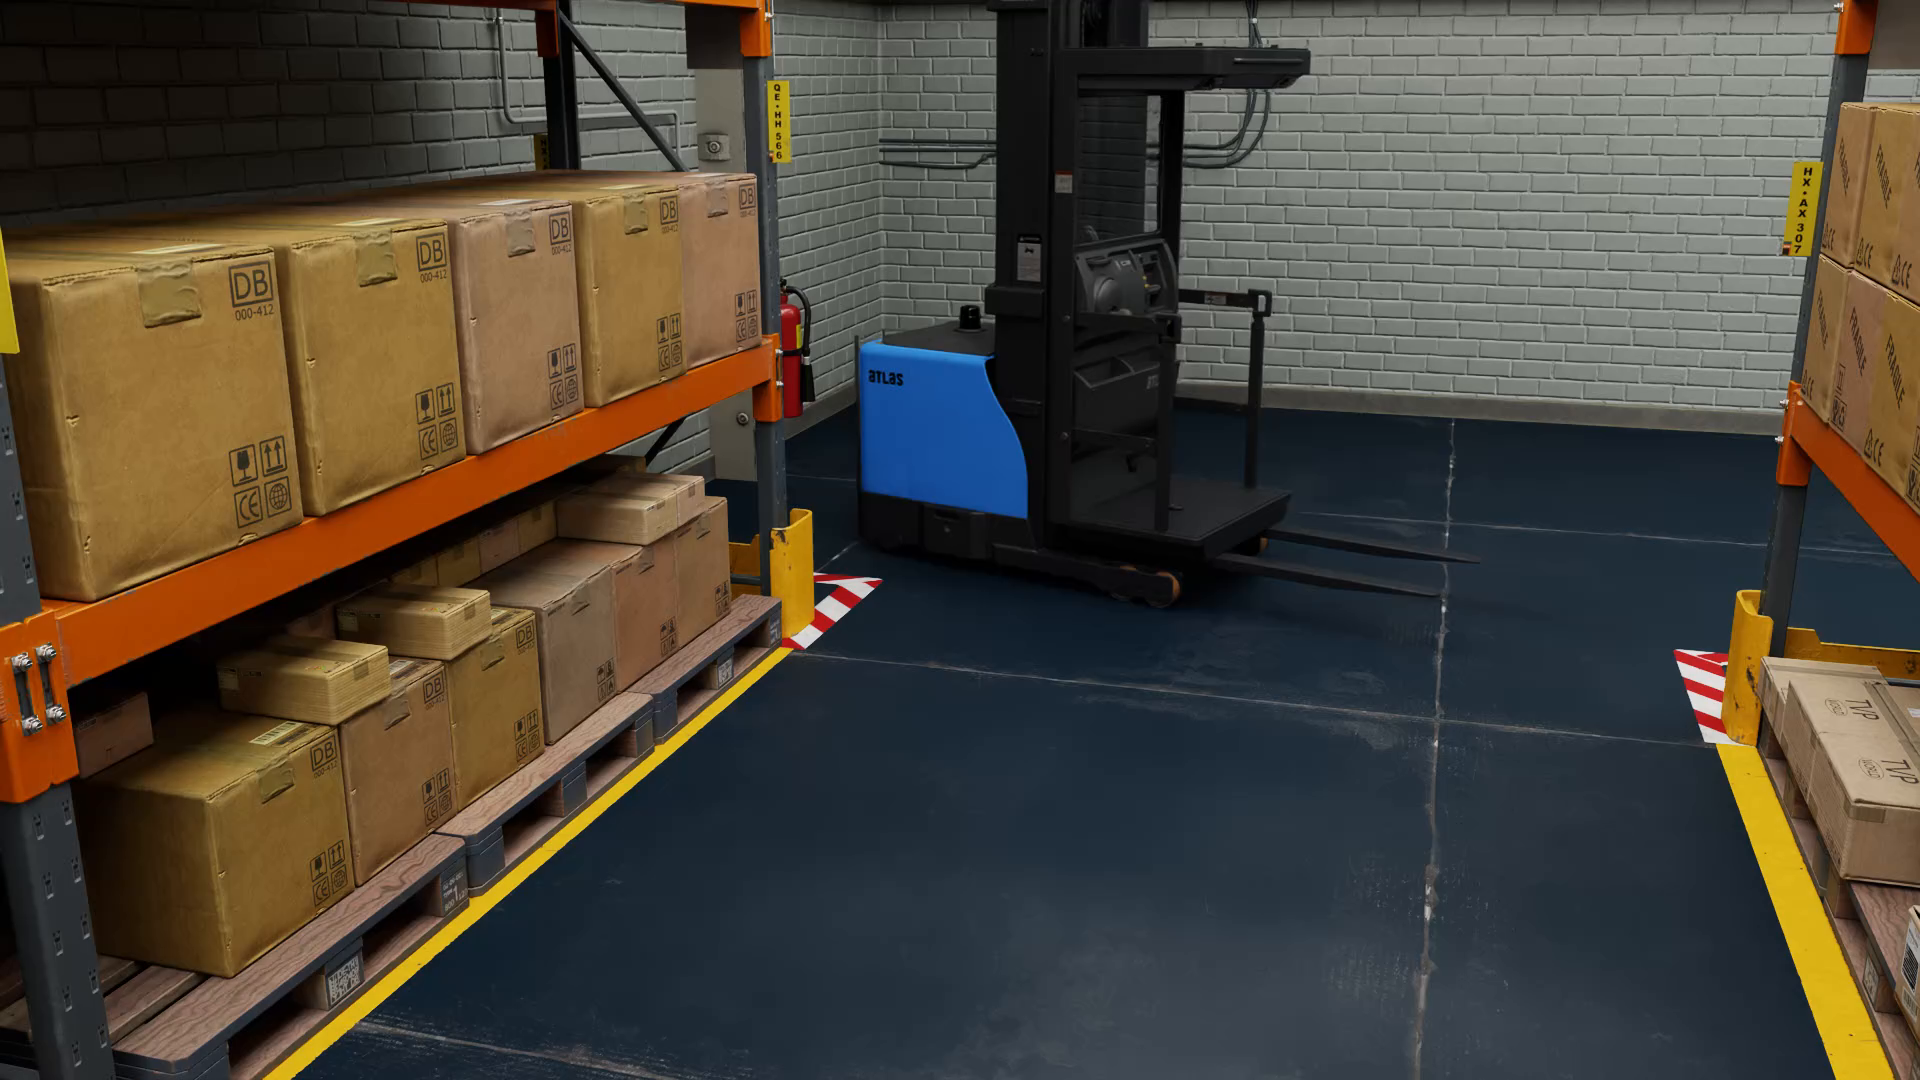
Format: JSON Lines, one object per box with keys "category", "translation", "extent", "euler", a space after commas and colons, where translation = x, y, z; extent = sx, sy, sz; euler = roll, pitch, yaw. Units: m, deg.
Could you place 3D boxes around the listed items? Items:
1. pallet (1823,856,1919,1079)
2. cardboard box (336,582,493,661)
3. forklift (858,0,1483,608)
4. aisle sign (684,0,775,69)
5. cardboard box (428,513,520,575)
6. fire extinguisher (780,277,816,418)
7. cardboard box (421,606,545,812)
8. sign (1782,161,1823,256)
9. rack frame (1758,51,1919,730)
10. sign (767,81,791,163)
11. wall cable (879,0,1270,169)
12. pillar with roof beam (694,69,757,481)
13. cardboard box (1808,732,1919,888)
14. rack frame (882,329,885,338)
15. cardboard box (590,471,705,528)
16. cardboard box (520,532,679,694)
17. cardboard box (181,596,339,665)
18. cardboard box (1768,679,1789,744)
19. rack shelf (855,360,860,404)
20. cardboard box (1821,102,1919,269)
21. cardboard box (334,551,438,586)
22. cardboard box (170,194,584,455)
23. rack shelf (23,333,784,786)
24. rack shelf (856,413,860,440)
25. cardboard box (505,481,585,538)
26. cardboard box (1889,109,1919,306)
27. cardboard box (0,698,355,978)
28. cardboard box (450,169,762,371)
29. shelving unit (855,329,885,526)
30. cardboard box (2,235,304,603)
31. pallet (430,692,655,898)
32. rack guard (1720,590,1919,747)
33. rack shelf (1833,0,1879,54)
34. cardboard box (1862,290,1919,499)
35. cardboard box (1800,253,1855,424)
{"category": "pallet", "translation": [2.893, 1.182, 4.276], "extent": [1.003, 0.211, 1.213], "euler": [5, 16, 16]}
{"category": "cardboard box", "translation": [-1.667, 0.246, 5.089], "extent": [0.380, 0.149, 0.250], "euler": [4, 16, 14]}
{"category": "forklift", "translation": [0.981, -1.260, 7.900], "extent": [3.031, 2.935, 1.130], "euler": [10, 19, 32]}
{"category": "aisle sign", "translation": [-0.953, -2.336, 6.803], "extent": [0.394, 0.787, 0.004], "euler": [5, 16, 16]}
{"category": "cardboard box", "translation": [-1.807, 0.006, 5.933], "extent": [0.380, 0.149, 0.250], "euler": [5, 17, 17]}
{"category": "fire extinguisher", "translation": [-0.776, -0.877, 7.248], "extent": [0.296, 0.674, 0.183], "euler": [5, 16, 16]}
{"category": "cardboard box", "translation": [-1.793, 0.504, 5.365], "extent": [0.700, 0.500, 0.500], "euler": [5, 17, 17]}
{"category": "sign", "translation": [2.969, -1.165, 5.853], "extent": [0.100, 0.325, 0.005], "euler": [5, 16, 16]}
{"category": "rack frame", "translation": [3.489, -0.706, 5.823], "extent": [1.000, 3.000, 0.127], "euler": [5, 16, 16]}
{"category": "sign", "translation": [-0.745, -1.715, 6.822], "extent": [0.100, 0.325, 0.005], "euler": [5, 16, 16]}
{"category": "wall cable", "translation": [0.689, -3.934, 11.898], "extent": [3.097, 2.526, 0.112], "euler": [5, 16, 16]}
{"category": "pillar with roof beam", "translation": [2.804, -4.415, 7.905], "extent": [9.100, 9.000, 0.400], "euler": [5, 16, 16]}
{"category": "cardboard box", "translation": [2.779, 0.787, 4.792], "extent": [0.500, 0.250, 0.500], "euler": [5, 16, 16]}
{"category": "rack frame", "translation": [-0.337, -0.621, 9.096], "extent": [0.200, 1.050, 0.008], "euler": [10, 19, 32]}
{"category": "cardboard box", "translation": [-1.226, -0.162, 6.528], "extent": [0.380, 0.149, 0.250], "euler": [4, 16, 15]}
{"category": "cardboard box", "translation": [-1.506, 0.233, 6.323], "extent": [0.700, 0.500, 0.500], "euler": [5, 16, 16]}
{"category": "cardboard box", "translation": [-2.097, 0.273, 4.992], "extent": [0.380, 0.149, 0.250], "euler": [4, 16, 14]}
{"category": "cardboard box", "translation": [2.970, 0.593, 5.627], "extent": [0.380, 0.166, 0.250], "euler": [5, 16, 16]}
{"category": "rack shelf", "translation": [-0.405, -0.857, 8.924], "extent": [0.215, 0.259, 0.240], "euler": [10, 19, 32]}
{"category": "cardboard box", "translation": [3.110, -1.140, 5.336], "extent": [0.500, 0.500, 0.500], "euler": [5, 17, 18]}
{"category": "cardboard box", "translation": [-1.951, 0.140, 5.463], "extent": [0.380, 0.149, 0.250], "euler": [4, 16, 15]}
{"category": "cardboard box", "translation": [-1.818, -0.710, 5.285], "extent": [0.980, 0.700, 0.700], "euler": [4, 16, 13]}
{"category": "rack shelf", "translation": [-1.830, -0.220, 5.427], "extent": [1.077, 0.370, 4.000], "euler": [5, 16, 16]}
{"category": "rack shelf", "translation": [-0.405, -0.584, 9.001], "extent": [0.215, 0.259, 0.240], "euler": [10, 19, 32]}
{"category": "cardboard box", "translation": [-1.664, -0.126, 6.398], "extent": [0.380, 0.149, 0.250], "euler": [5, 16, 16]}
{"category": "cardboard box", "translation": [2.822, -0.872, 4.391], "extent": [0.500, 0.500, 0.500], "euler": [5, 17, 17]}
{"category": "cardboard box", "translation": [-2.087, 0.770, 4.430], "extent": [0.700, 0.500, 0.500], "euler": [5, 17, 17]}
{"category": "cardboard box", "translation": [-1.397, -1.100, 6.660], "extent": [0.980, 0.700, 0.700], "euler": [5, 17, 18]}
{"category": "shelving unit", "translation": [-0.405, -0.594, 8.998], "extent": [0.215, 1.050, 0.252], "euler": [10, 19, 32]}
{"category": "cardboard box", "translation": [-2.228, -0.328, 3.939], "extent": [0.980, 0.700, 0.700], "euler": [5, 17, 17]}
{"category": "pallet", "translation": [-1.762, 0.785, 5.674], "extent": [1.003, 0.211, 1.213], "euler": [5, 16, 16]}
{"category": "rack guard", "translation": [3.468, 0.516, 6.094], "extent": [1.175, 0.500, 0.348], "euler": [5, 16, 16]}
{"category": "rack shelf", "translation": [2.921, -1.280, 3.667], "extent": [1.077, 0.370, 4.000], "euler": [5, 16, 16]}
{"category": "cardboard box", "translation": [2.823, -0.392, 4.532], "extent": [0.500, 0.500, 0.500], "euler": [5, 16, 16]}
{"category": "cardboard box", "translation": [3.110, -0.659, 5.472], "extent": [0.500, 0.500, 0.500], "euler": [5, 17, 17]}
